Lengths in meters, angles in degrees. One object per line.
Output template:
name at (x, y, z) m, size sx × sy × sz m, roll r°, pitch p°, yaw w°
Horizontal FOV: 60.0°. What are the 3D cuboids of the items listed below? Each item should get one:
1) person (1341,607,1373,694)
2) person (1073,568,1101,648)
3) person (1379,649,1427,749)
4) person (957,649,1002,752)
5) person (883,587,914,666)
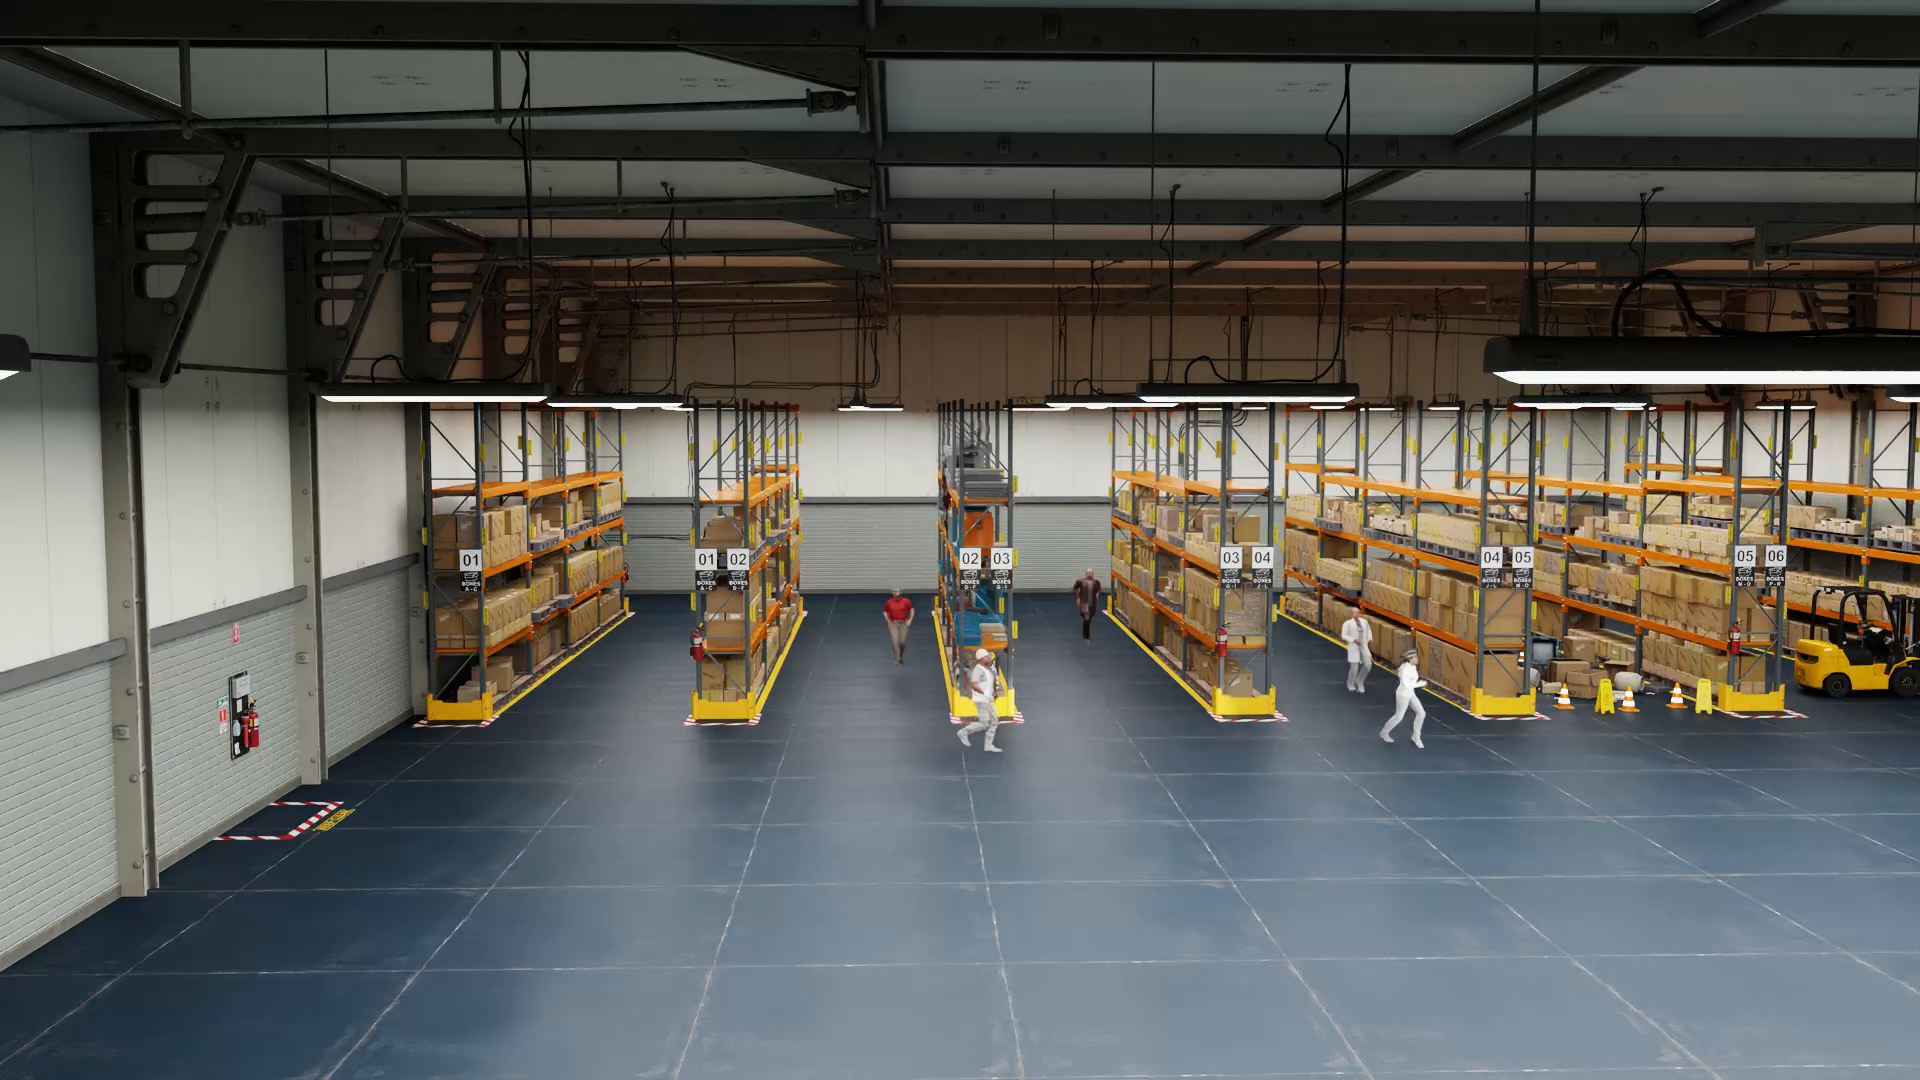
person at (8.169, 2.270, 34.126) m, size 0.719 × 1.766 × 0.741 m, roll -1°, pitch 4°, yaw -8°
person at (3.037, 1.599, 39.361) m, size 0.613 × 1.877 × 0.885 m, roll -1°, pitch 5°, yaw -18°
person at (7.631, 2.717, 28.609) m, size 0.826 × 1.725 × 0.638 m, roll 3°, pitch 5°, yaw 31°
person at (0.350, 2.717, 28.149) m, size 0.740 × 1.759 × 0.686 m, roll 1°, pitch 4°, yaw 15°
person at (-1.333, 1.874, 35.898) m, size 0.666 × 1.717 × 0.465 m, roll 0°, pitch 4°, yaw 3°
